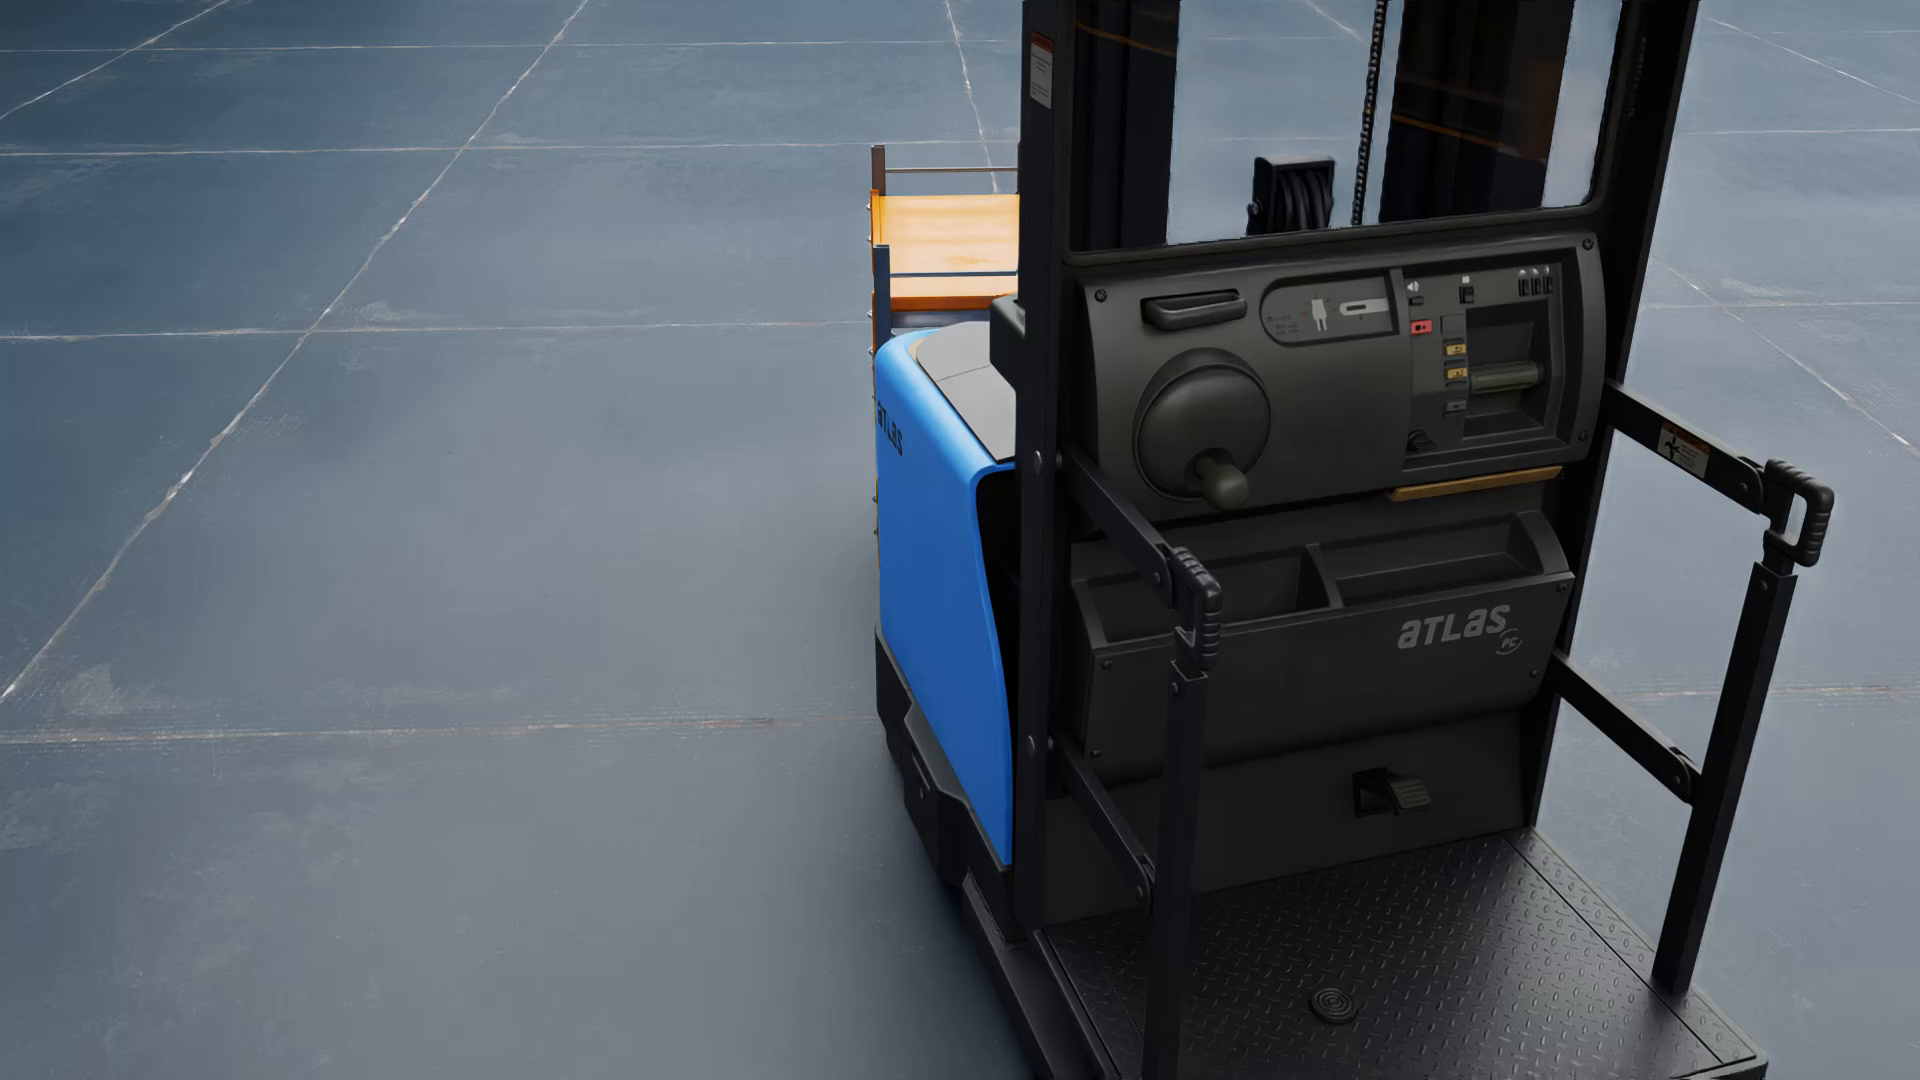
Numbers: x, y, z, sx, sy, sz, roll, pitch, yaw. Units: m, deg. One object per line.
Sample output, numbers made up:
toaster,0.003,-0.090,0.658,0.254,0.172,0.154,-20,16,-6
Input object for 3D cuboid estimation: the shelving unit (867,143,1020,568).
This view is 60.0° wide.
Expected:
shelving unit,0.000,-0.496,4.984,0.538,1.125,1.048,-1,28,-3

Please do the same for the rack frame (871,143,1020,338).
rack frame,-0.026,-0.730,5.434,0.500,1.125,0.032,-1,28,-3

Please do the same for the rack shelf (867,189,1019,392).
rack shelf,0.000,-0.755,4.849,0.538,0.278,1.000,-1,28,-3

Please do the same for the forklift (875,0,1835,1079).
forklift,0.711,-0.241,2.542,1.130,2.935,3.031,-8,29,-15

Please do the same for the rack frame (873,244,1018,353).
rack frame,0.027,-0.261,4.534,0.500,1.125,0.032,-1,28,-3

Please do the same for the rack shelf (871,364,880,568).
rack shelf,0.000,-0.279,5.097,0.538,0.278,1.000,-1,28,-3
